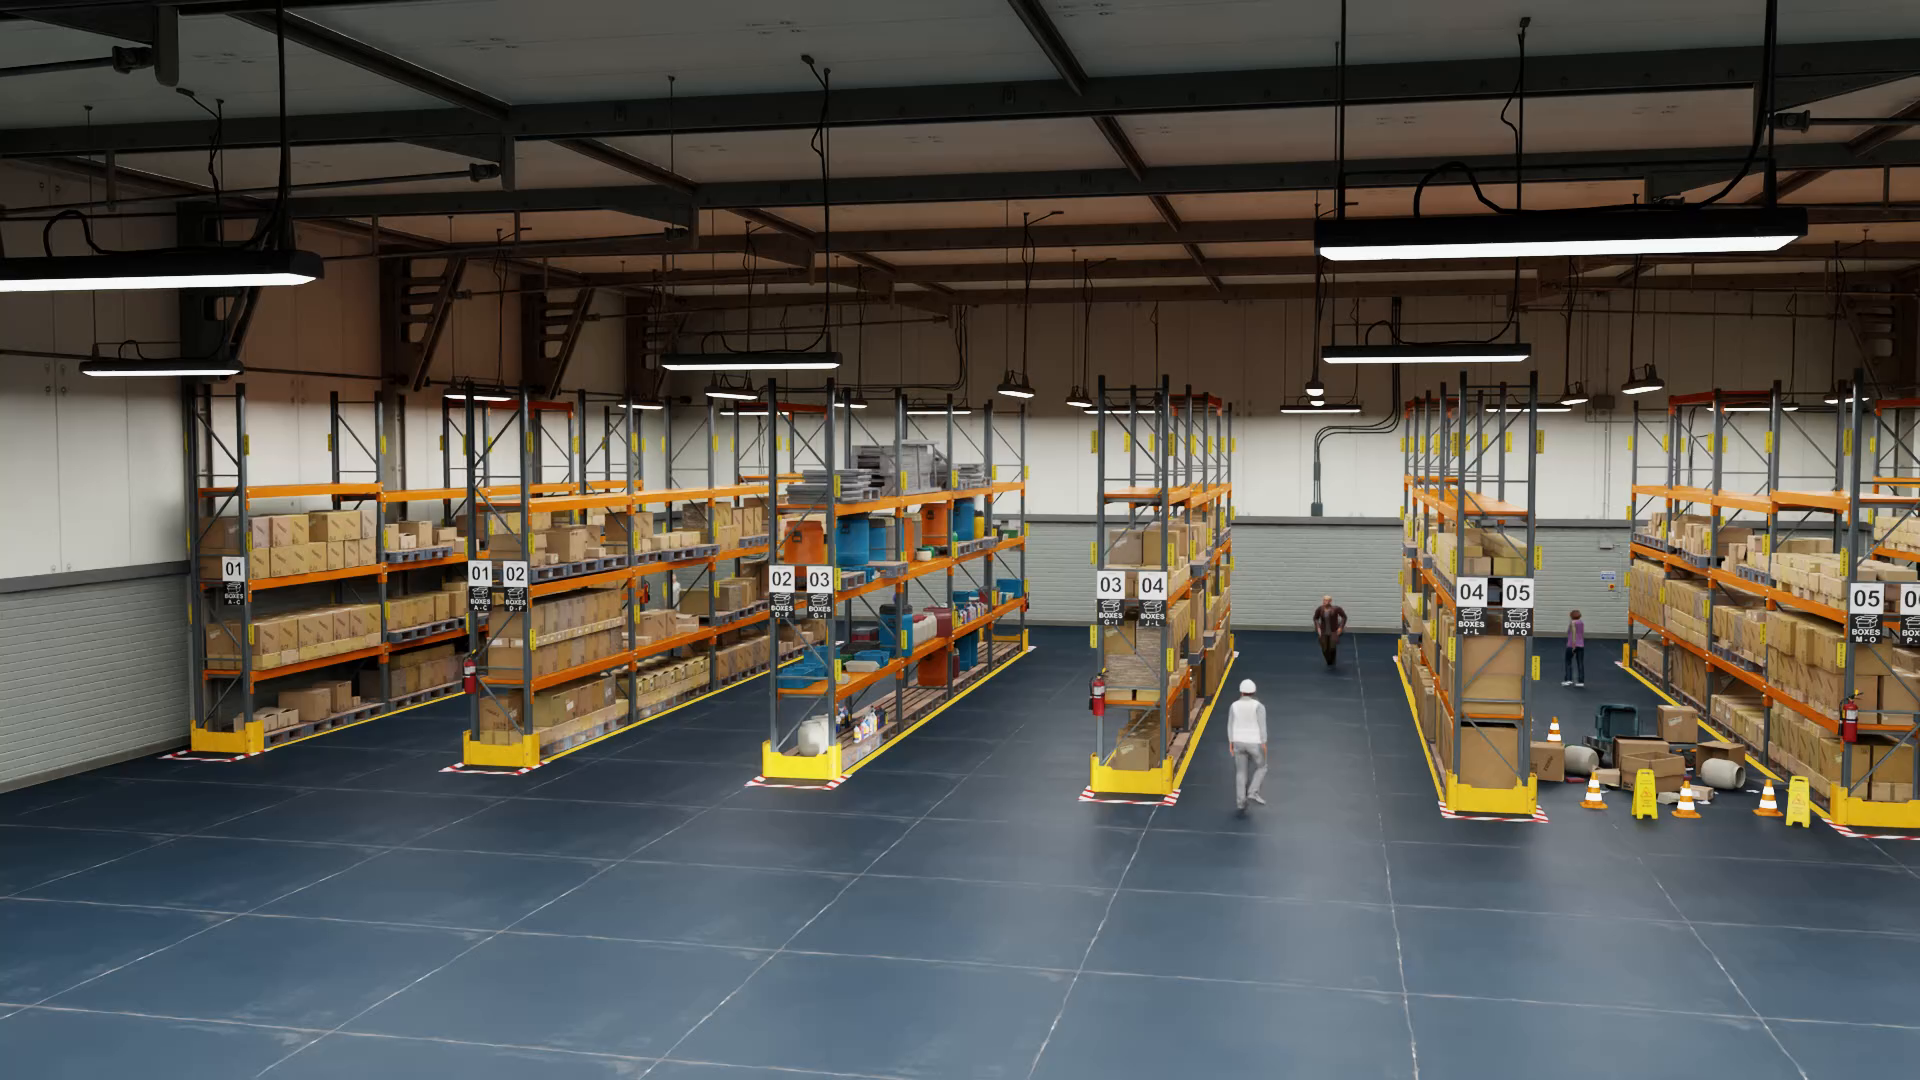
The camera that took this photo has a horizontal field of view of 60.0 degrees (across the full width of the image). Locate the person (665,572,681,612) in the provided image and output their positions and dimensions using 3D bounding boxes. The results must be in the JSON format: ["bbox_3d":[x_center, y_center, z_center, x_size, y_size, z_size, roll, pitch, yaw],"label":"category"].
[{"bbox_3d":[-7.533,1.665,43.607,0.442,1.651,0.598,-2,4,-30],"label":"person"}]

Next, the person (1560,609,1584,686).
[{"bbox_3d":[12.795,2.250,34.497,0.406,1.614,0.641,0,3,-9],"label":"person"}]

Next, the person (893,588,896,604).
[{"bbox_3d":[-1.486,1.876,40.519,0.548,1.698,0.491,-1,3,-18],"label":"person"}]

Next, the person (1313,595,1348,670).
[{"bbox_3d":[8.234,2.056,36.960,0.752,1.686,0.635,1,3,21],"label":"person"}]

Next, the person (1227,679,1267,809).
[{"bbox_3d":[3.965,2.797,22.899,0.575,1.759,0.495,2,4,31],"label":"person"}]
